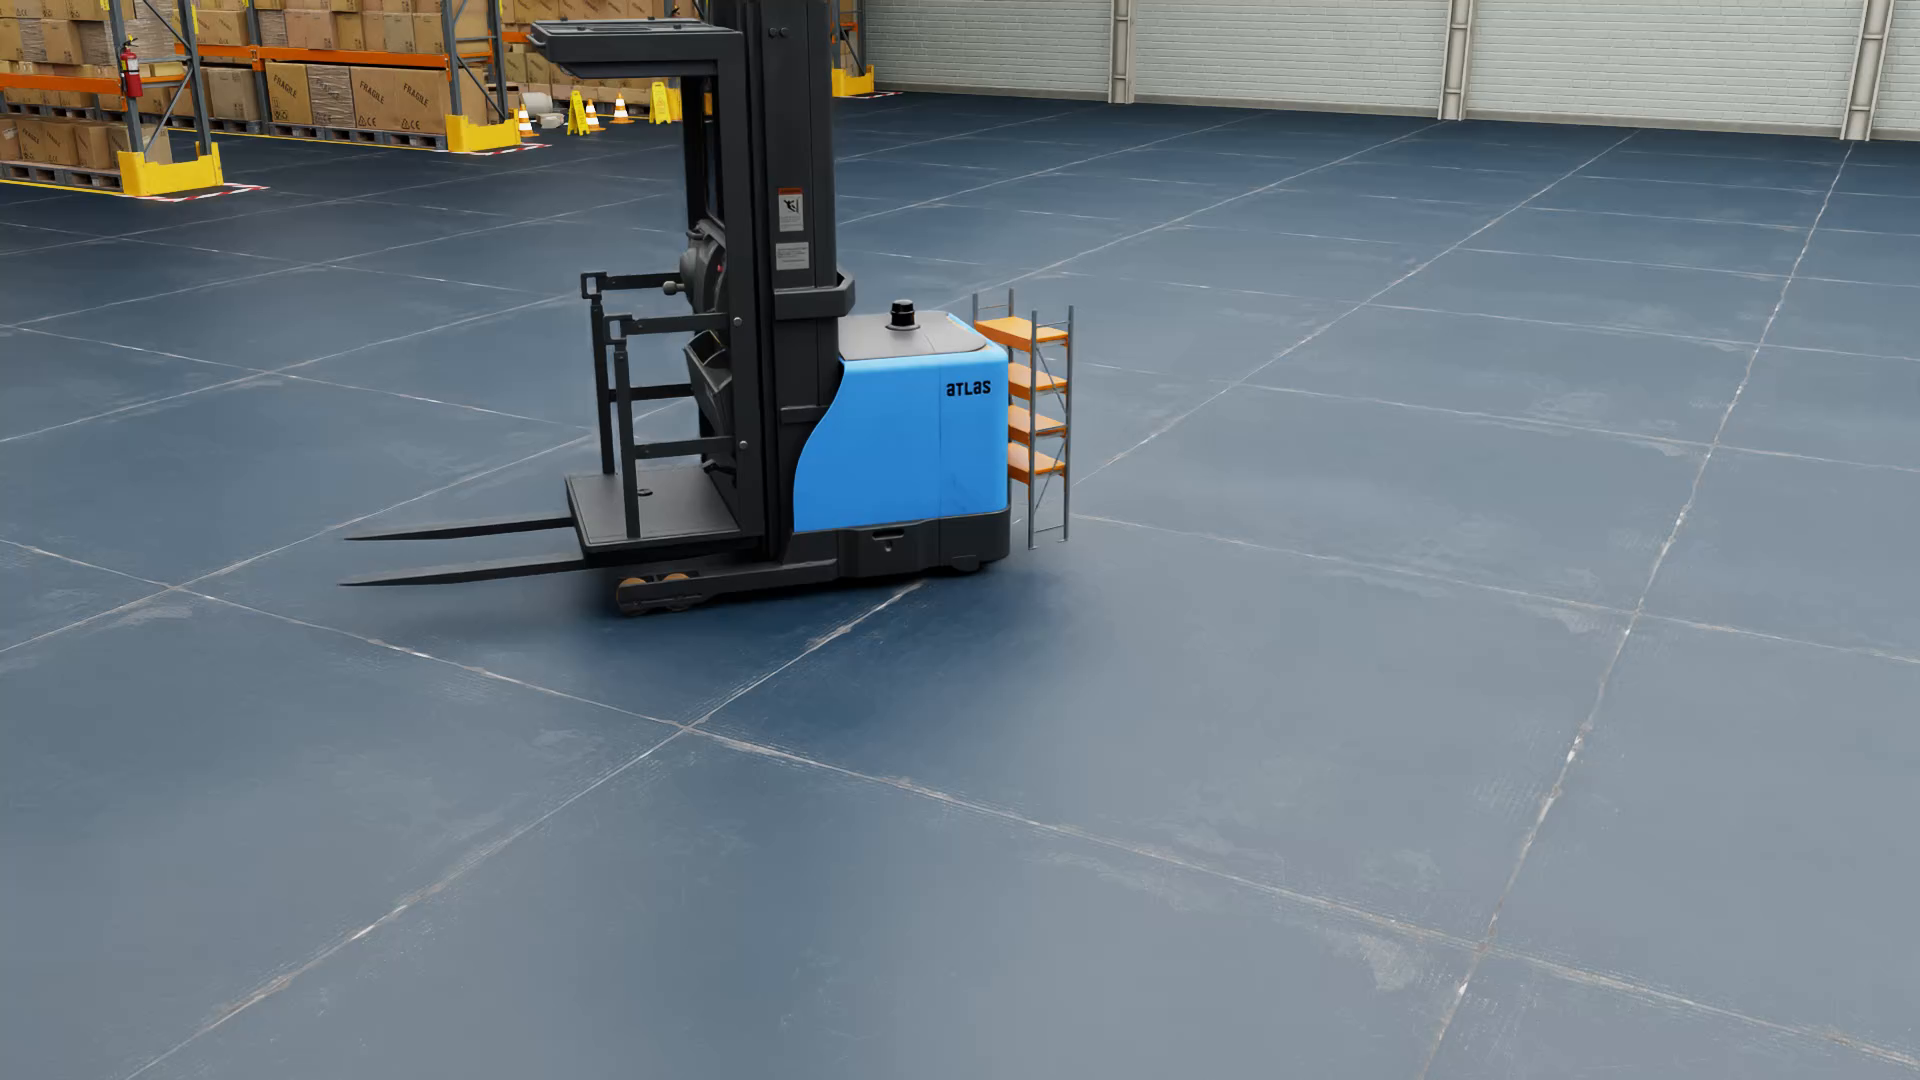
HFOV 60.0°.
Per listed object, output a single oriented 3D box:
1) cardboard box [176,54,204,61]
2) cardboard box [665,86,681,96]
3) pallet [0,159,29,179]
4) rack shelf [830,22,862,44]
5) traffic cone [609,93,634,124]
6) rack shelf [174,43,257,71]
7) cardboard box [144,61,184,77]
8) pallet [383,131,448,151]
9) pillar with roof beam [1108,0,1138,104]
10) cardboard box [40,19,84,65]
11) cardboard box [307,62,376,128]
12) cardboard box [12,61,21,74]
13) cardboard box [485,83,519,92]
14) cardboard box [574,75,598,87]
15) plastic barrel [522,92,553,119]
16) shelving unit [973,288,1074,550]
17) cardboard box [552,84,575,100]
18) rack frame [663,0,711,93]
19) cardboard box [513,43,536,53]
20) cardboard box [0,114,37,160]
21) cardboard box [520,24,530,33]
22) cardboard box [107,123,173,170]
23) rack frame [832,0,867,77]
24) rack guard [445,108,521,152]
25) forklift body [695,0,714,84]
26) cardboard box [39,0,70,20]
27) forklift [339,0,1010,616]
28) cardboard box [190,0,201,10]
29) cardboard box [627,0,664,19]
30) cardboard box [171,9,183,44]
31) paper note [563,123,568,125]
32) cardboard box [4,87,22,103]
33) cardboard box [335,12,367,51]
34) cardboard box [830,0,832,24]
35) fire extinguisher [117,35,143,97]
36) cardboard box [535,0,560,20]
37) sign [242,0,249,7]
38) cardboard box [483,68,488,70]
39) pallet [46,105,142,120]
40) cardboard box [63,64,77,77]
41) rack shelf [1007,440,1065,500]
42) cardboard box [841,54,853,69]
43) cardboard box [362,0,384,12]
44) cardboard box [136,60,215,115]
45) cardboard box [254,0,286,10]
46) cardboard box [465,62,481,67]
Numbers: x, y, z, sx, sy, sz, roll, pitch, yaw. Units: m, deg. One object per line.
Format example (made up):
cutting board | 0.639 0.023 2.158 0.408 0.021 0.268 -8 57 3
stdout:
cardboard box | -15.505 -9.685 33.806 0.875 0.438 0.875 10 22 27
cardboard box | -5.102 -7.681 28.558 0.500 0.250 0.500 11 22 27
pallet | -12.254 -4.863 21.461 1.213 0.211 1.003 11 23 27
rack shelf | -3.861 -10.033 32.679 4.000 0.370 1.077 11 23 27
traffic cone | -5.537 -7.055 27.135 0.334 0.463 0.336 11 23 27
rack shelf | -12.097 -7.729 26.328 4.000 0.370 1.077 11 23 27
cardboard box | -9.498 -5.610 19.800 0.250 0.149 0.380 11 23 27
pallet | -7.595 -5.868 24.233 1.213 0.211 1.003 11 23 27
pillar with roof beam | 0.855 -10.963 25.391 0.400 9.000 9.100 11 23 27
cardboard box | -10.327 -5.943 19.768 0.500 0.500 0.875 11 23 27
cardboard box | -9.047 -6.659 24.824 0.875 0.875 0.875 11 23 28
cardboard box | -11.260 -5.758 20.208 0.250 0.149 0.380 11 23 27
cardboard box | -7.753 -7.468 28.215 0.500 0.500 0.500 -7 21 -20
cardboard box | -6.254 -8.045 28.460 0.500 0.500 0.500 10 22 26
plastic barrel | -7.074 -7.241 27.708 0.512 0.421 0.421 -7 21 -20
shelving unit | 0.304 -0.607 8.280 0.258 1.200 0.503 -13 24 -32
cardboard box | -6.705 -7.778 28.826 0.500 0.250 0.500 10 22 27
rack frame | -4.533 -8.560 27.564 0.127 3.000 1.000 11 23 27
cardboard box | -7.561 -8.570 28.958 0.250 0.149 0.380 11 23 28
cardboard box | -12.024 -5.126 21.147 0.500 0.500 0.500 -17 26 -39
cardboard box | -7.413 -8.897 28.863 0.250 0.149 0.380 11 23 27
cardboard box | -9.903 -4.741 20.085 0.500 0.500 0.500 16 25 37
rack frame | -2.115 -10.038 31.639 0.127 3.000 1.000 11 23 27
rack guard | -6.837 -5.890 23.870 0.348 0.500 1.175 11 23 27
forklift body | -4.660 -9.411 31.156 1.214 2.155 2.313 11 23 27
cardboard box | -10.406 -6.366 19.466 0.500 0.500 0.500 11 23 27
forklift | -1.338 -1.240 7.486 3.031 2.935 1.130 -6 21 -16
cardboard box | -11.678 -8.502 25.790 0.500 0.500 0.700 11 23 28
cardboard box | -5.141 -8.755 27.519 0.500 0.500 0.500 10 22 26
cardboard box | -11.819 -7.957 25.755 0.500 0.500 0.500 11 23 28
paper note | -6.329 -6.729 26.870 0.142 0.019 0.148 3 20 9
cardboard box | -15.892 -7.715 28.284 0.500 0.500 0.500 11 23 28
cardboard box | -8.606 -7.479 24.365 0.500 0.550 0.875 11 23 27
cardboard box | -2.673 -10.089 31.632 0.500 0.500 0.500 10 22 26
fire extinguisher | -9.490 -5.417 19.013 0.183 0.674 0.296 11 23 27
cardboard box | -6.895 -9.092 28.447 0.500 0.500 0.500 11 22 27
sign | -10.607 -8.078 24.655 0.005 0.325 0.100 11 23 27
cardboard box | -9.113 -8.392 30.339 0.625 0.372 0.950 12 23 31
pallet | -14.524 -7.219 27.958 1.213 0.211 1.003 11 23 27
cardboard box | -10.387 -5.592 19.750 0.250 0.149 0.380 11 23 27
rack shelf | 0.304 -0.358 8.371 0.258 0.148 0.480 -13 24 -32
cardboard box | -2.424 -9.318 32.337 0.500 0.250 0.500 11 23 28
cardboard box | -8.111 -7.918 23.992 0.550 0.550 0.875 11 23 27
cardboard box | -12.590 -7.267 26.684 0.750 0.750 1.050 11 23 28
cardboard box | -10.045 -8.241 24.882 0.550 0.550 0.875 11 23 27
cardboard box | -10.463 -10.570 36.155 0.500 0.500 0.500 12 23 30
